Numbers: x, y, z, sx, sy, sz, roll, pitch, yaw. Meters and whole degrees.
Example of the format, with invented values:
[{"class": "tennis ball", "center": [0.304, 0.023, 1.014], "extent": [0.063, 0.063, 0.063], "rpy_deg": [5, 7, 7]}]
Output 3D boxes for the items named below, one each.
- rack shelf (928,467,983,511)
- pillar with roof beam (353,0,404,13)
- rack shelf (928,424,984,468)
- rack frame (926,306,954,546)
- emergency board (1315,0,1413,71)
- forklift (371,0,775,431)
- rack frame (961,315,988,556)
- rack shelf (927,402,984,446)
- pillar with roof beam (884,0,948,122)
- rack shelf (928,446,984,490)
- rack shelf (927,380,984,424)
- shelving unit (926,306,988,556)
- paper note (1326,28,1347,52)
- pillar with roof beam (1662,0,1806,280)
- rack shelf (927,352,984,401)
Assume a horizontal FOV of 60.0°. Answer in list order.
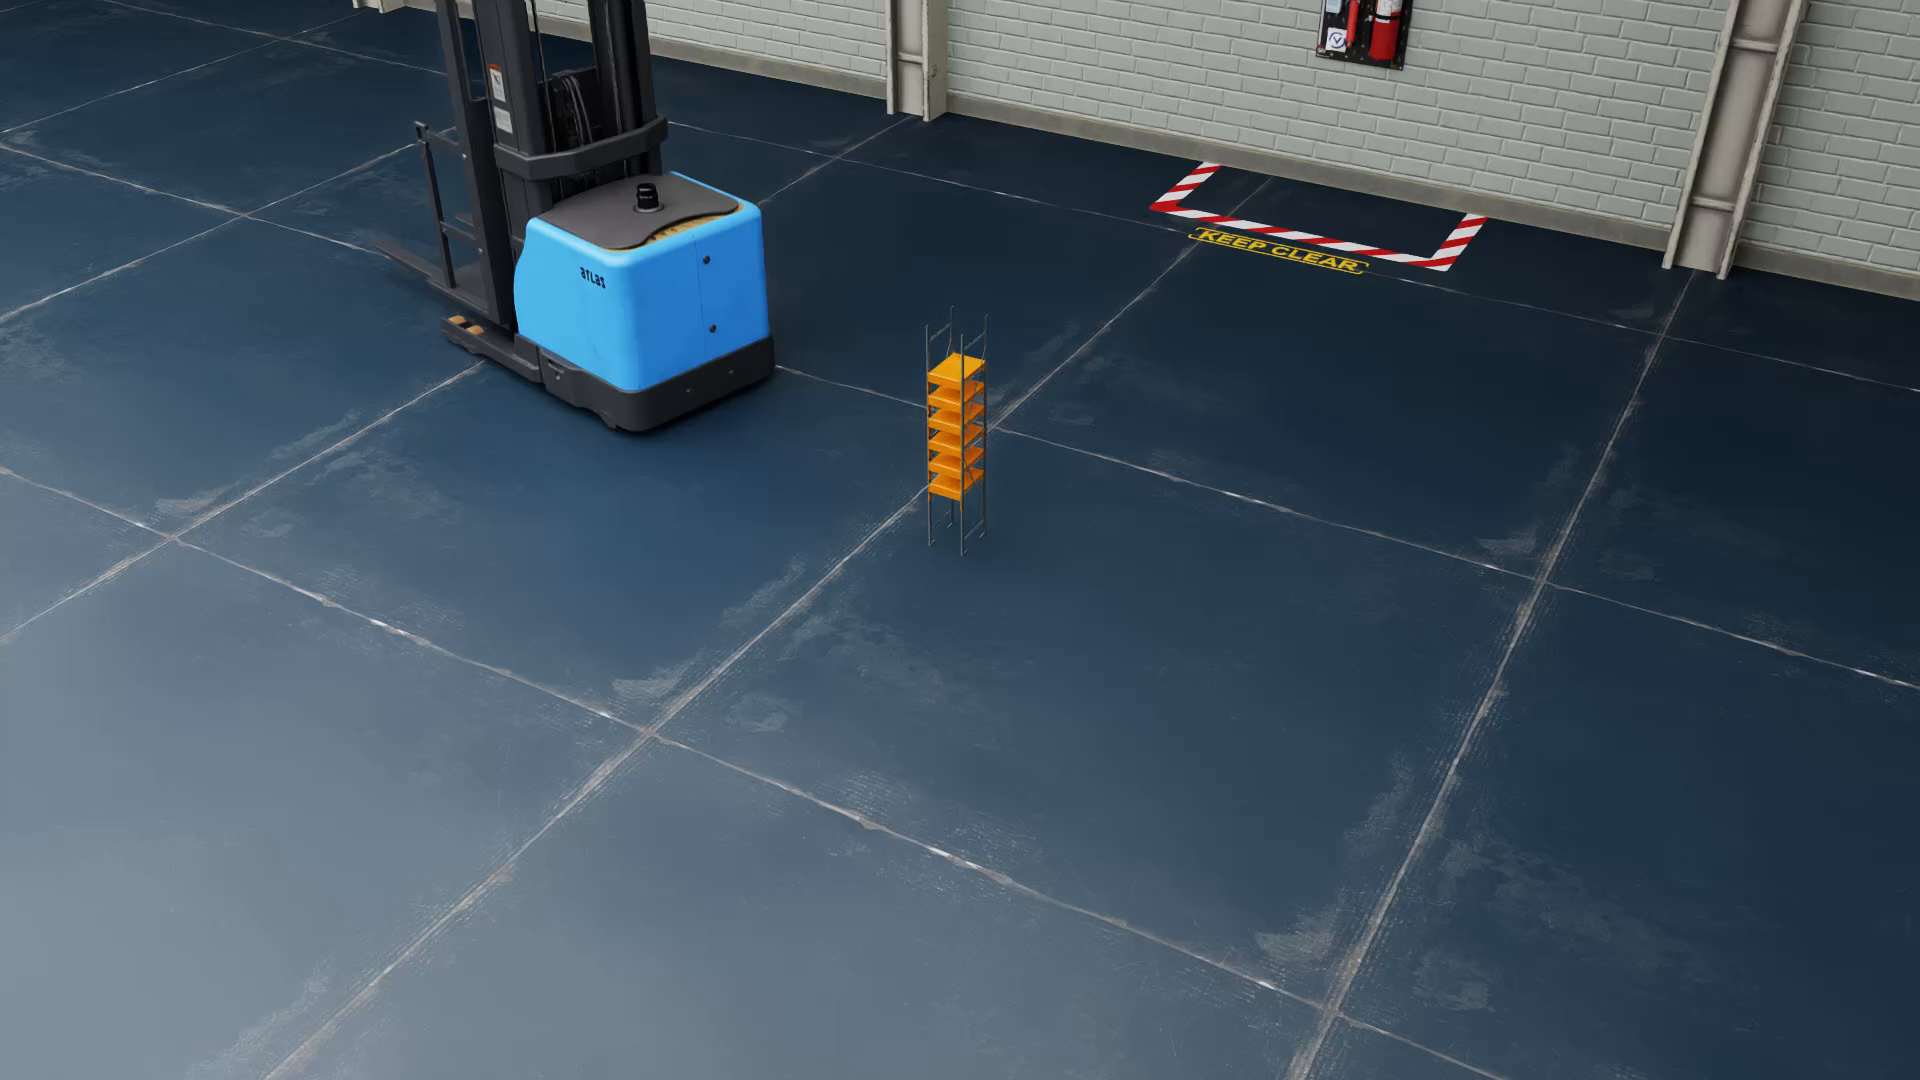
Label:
[{"class": "rack shelf", "center": [-0.013, -0.267, 8.081], "extent": [0.180, 0.103, 0.258], "rpy_deg": [18, 37, 24]}, {"class": "pillar with roof beam", "center": [-7.689, -6.788, 10.325], "extent": [0.400, 9.000, 9.100], "rpy_deg": [18, 37, 24]}, {"class": "rack shelf", "center": [-0.013, -0.466, 7.948], "extent": [0.180, 0.103, 0.258], "rpy_deg": [18, 37, 24]}, {"class": "rack frame", "center": [-0.092, -0.529, 7.961], "extent": [0.006, 1.200, 0.240], "rpy_deg": [18, 37, 24]}, {"class": "emergency board", "center": [2.739, -3.761, 11.191], "extent": [0.643, 1.169, 0.194], "rpy_deg": [18, 37, 24]}, {"class": "forklift", "center": [-2.480, -2.514, 9.380], "extent": [3.031, 2.935, 1.130], "rpy_deg": [28, 43, 35]}, {"class": "rack frame", "center": [0.067, -0.478, 7.886], "extent": [0.006, 1.200, 0.240], "rpy_deg": [18, 37, 24]}, {"class": "rack shelf", "center": [-0.013, -0.566, 7.882], "extent": [0.180, 0.103, 0.258], "rpy_deg": [18, 37, 24]}, {"class": "pillar with roof beam", "center": [-2.479, -5.138, 7.847], "extent": [0.400, 9.000, 9.100], "rpy_deg": [18, 37, 24]}, {"class": "rack shelf", "center": [-0.013, -0.367, 8.015], "extent": [0.180, 0.103, 0.258], "rpy_deg": [18, 37, 24]}, {"class": "rack shelf", "center": [-0.013, -0.666, 7.815], "extent": [0.180, 0.103, 0.258], "rpy_deg": [18, 37, 24]}, {"class": "shelving unit", "center": [-0.013, -0.503, 7.923], "extent": [0.189, 1.200, 0.258], "rpy_deg": [18, 37, 24]}, {"class": "paper note", "center": [2.620, -3.476, 11.558], "extent": [0.142, 0.148, 0.016], "rpy_deg": [18, 37, 24]}, {"class": "pillar with roof beam", "center": [2.730, -3.488, 5.369], "extent": [0.400, 9.000, 9.100], "rpy_deg": [18, 37, 24]}, {"class": "rack shelf", "center": [-0.013, -0.766, 7.748], "extent": [0.180, 0.103, 0.258], "rpy_deg": [18, 37, 24]}]
